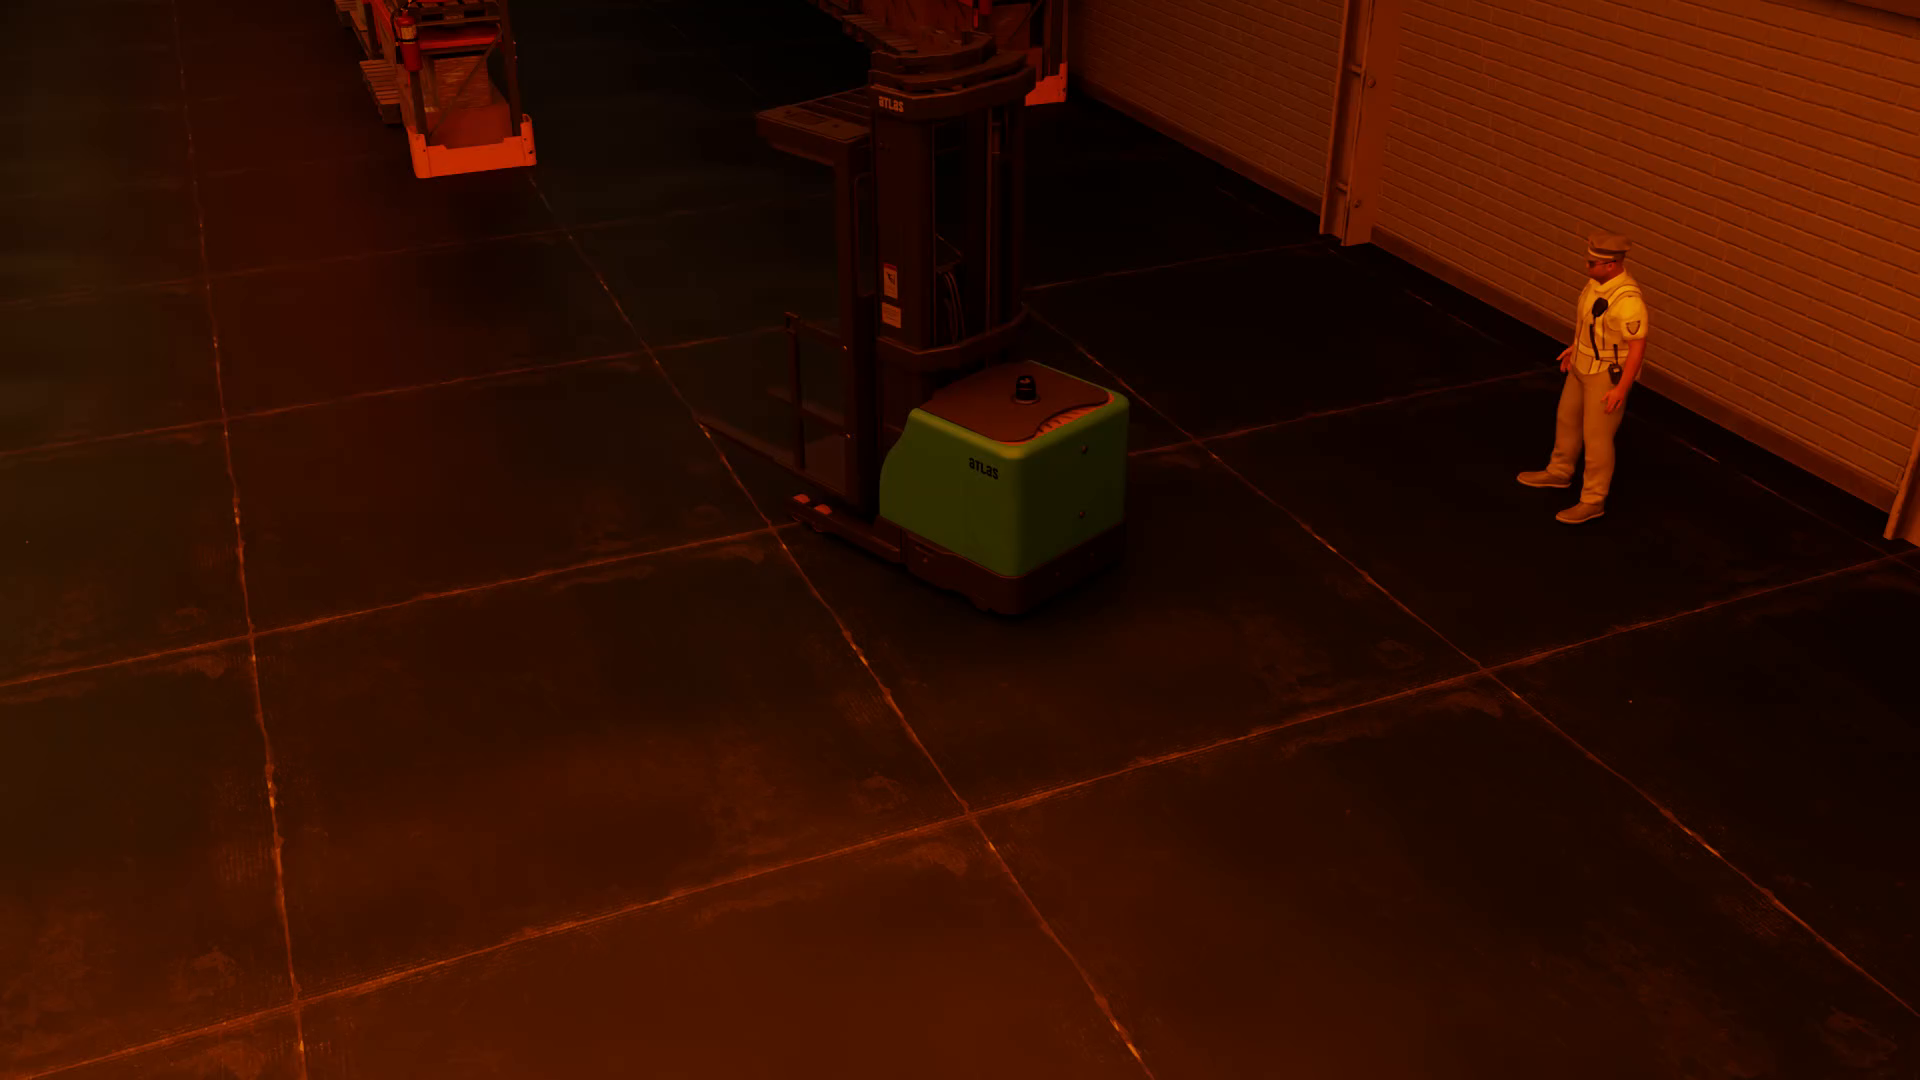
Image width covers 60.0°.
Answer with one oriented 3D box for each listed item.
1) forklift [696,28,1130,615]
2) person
[{"bbox_3d":[-0.436,-1.483,9.714,3.031,2.935,1.130,26,39,37],"label":"forklift"},{"bbox_3d":[3.855,-1.012,10.088,0.481,1.751,0.669,-2,30,-3],"label":"person"}]
